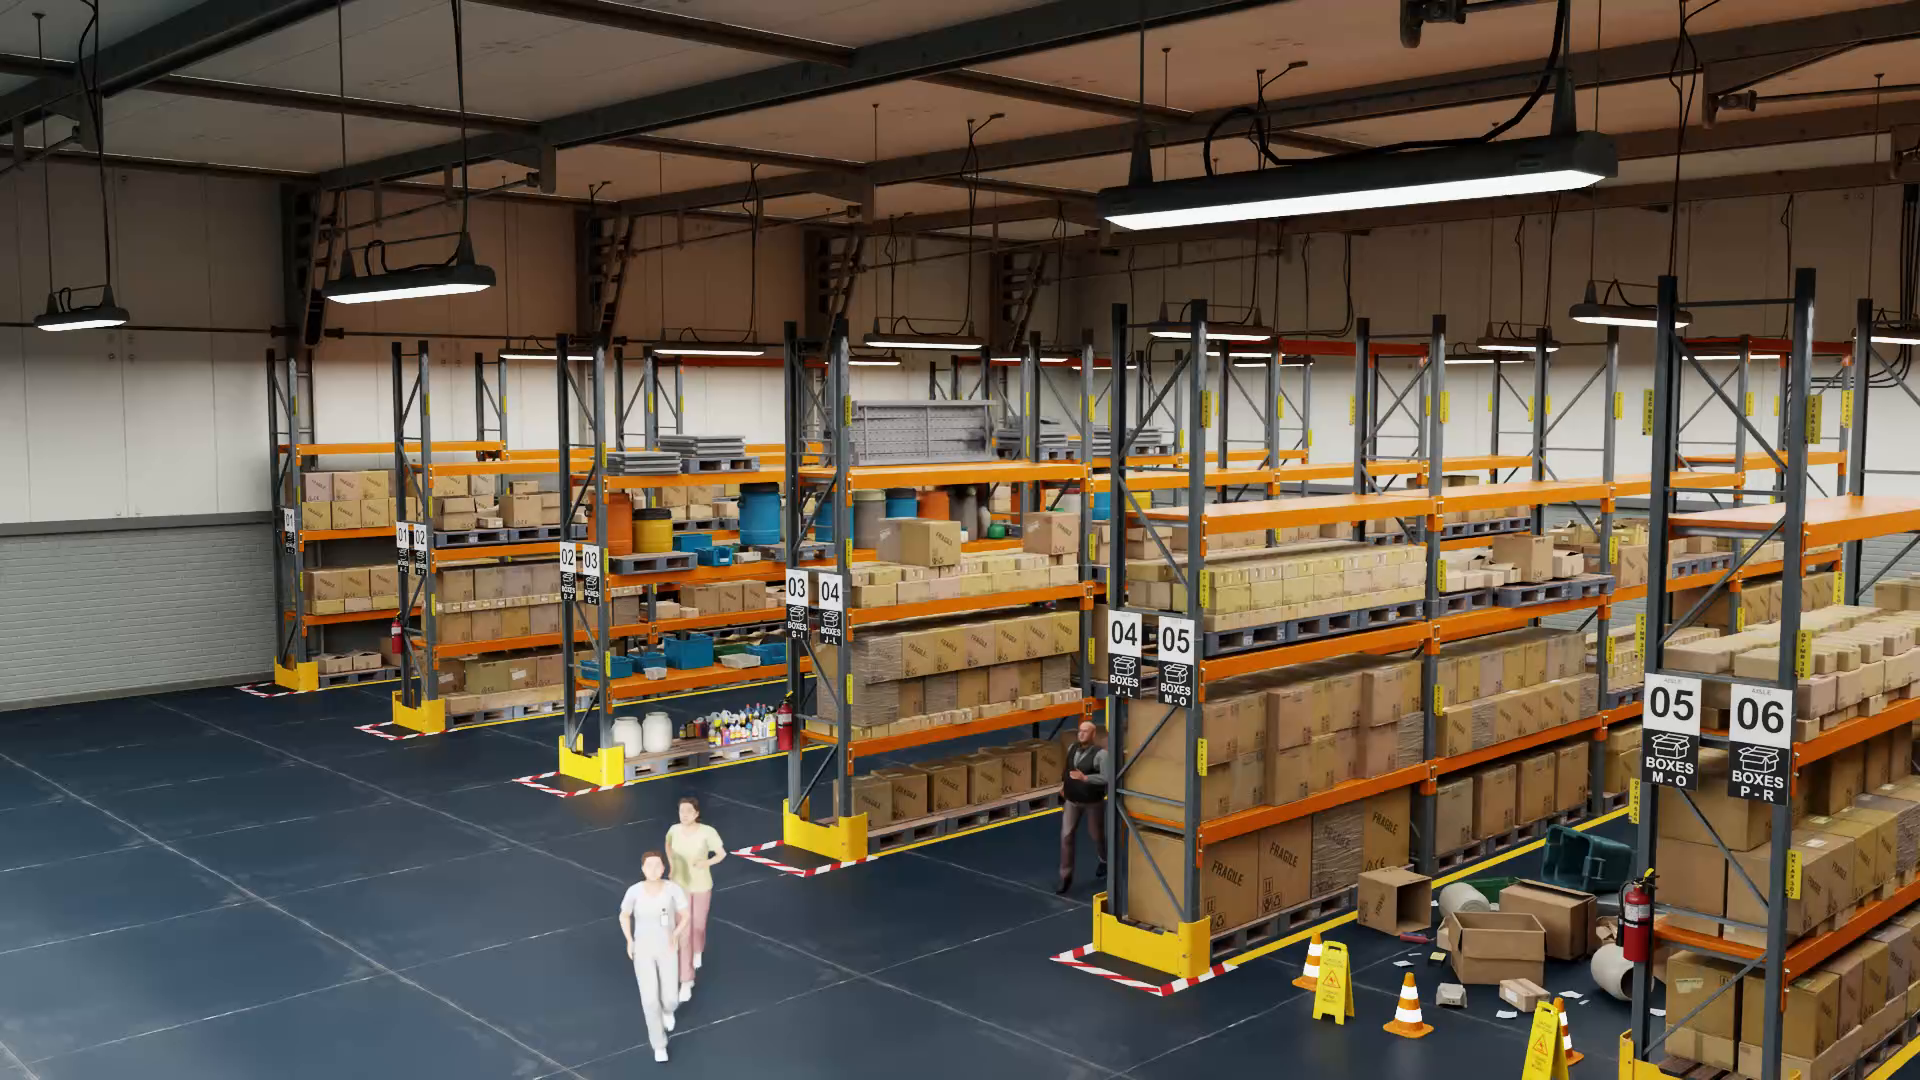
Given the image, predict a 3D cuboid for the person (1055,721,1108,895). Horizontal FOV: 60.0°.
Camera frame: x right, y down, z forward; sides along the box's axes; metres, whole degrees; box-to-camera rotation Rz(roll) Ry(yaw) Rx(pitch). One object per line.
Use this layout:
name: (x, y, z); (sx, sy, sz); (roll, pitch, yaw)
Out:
person: (1.315, 2.778, 17.493); (0.638, 1.755, 0.874); (3, 6, 32)

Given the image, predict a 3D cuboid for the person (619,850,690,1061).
person: (-2.393, 3.226, 13.044); (0.555, 1.621, 0.567); (-1, 5, -8)

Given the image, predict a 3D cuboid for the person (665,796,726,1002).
person: (-2.323, 3.069, 14.575); (0.559, 1.691, 0.896); (0, 5, -2)
